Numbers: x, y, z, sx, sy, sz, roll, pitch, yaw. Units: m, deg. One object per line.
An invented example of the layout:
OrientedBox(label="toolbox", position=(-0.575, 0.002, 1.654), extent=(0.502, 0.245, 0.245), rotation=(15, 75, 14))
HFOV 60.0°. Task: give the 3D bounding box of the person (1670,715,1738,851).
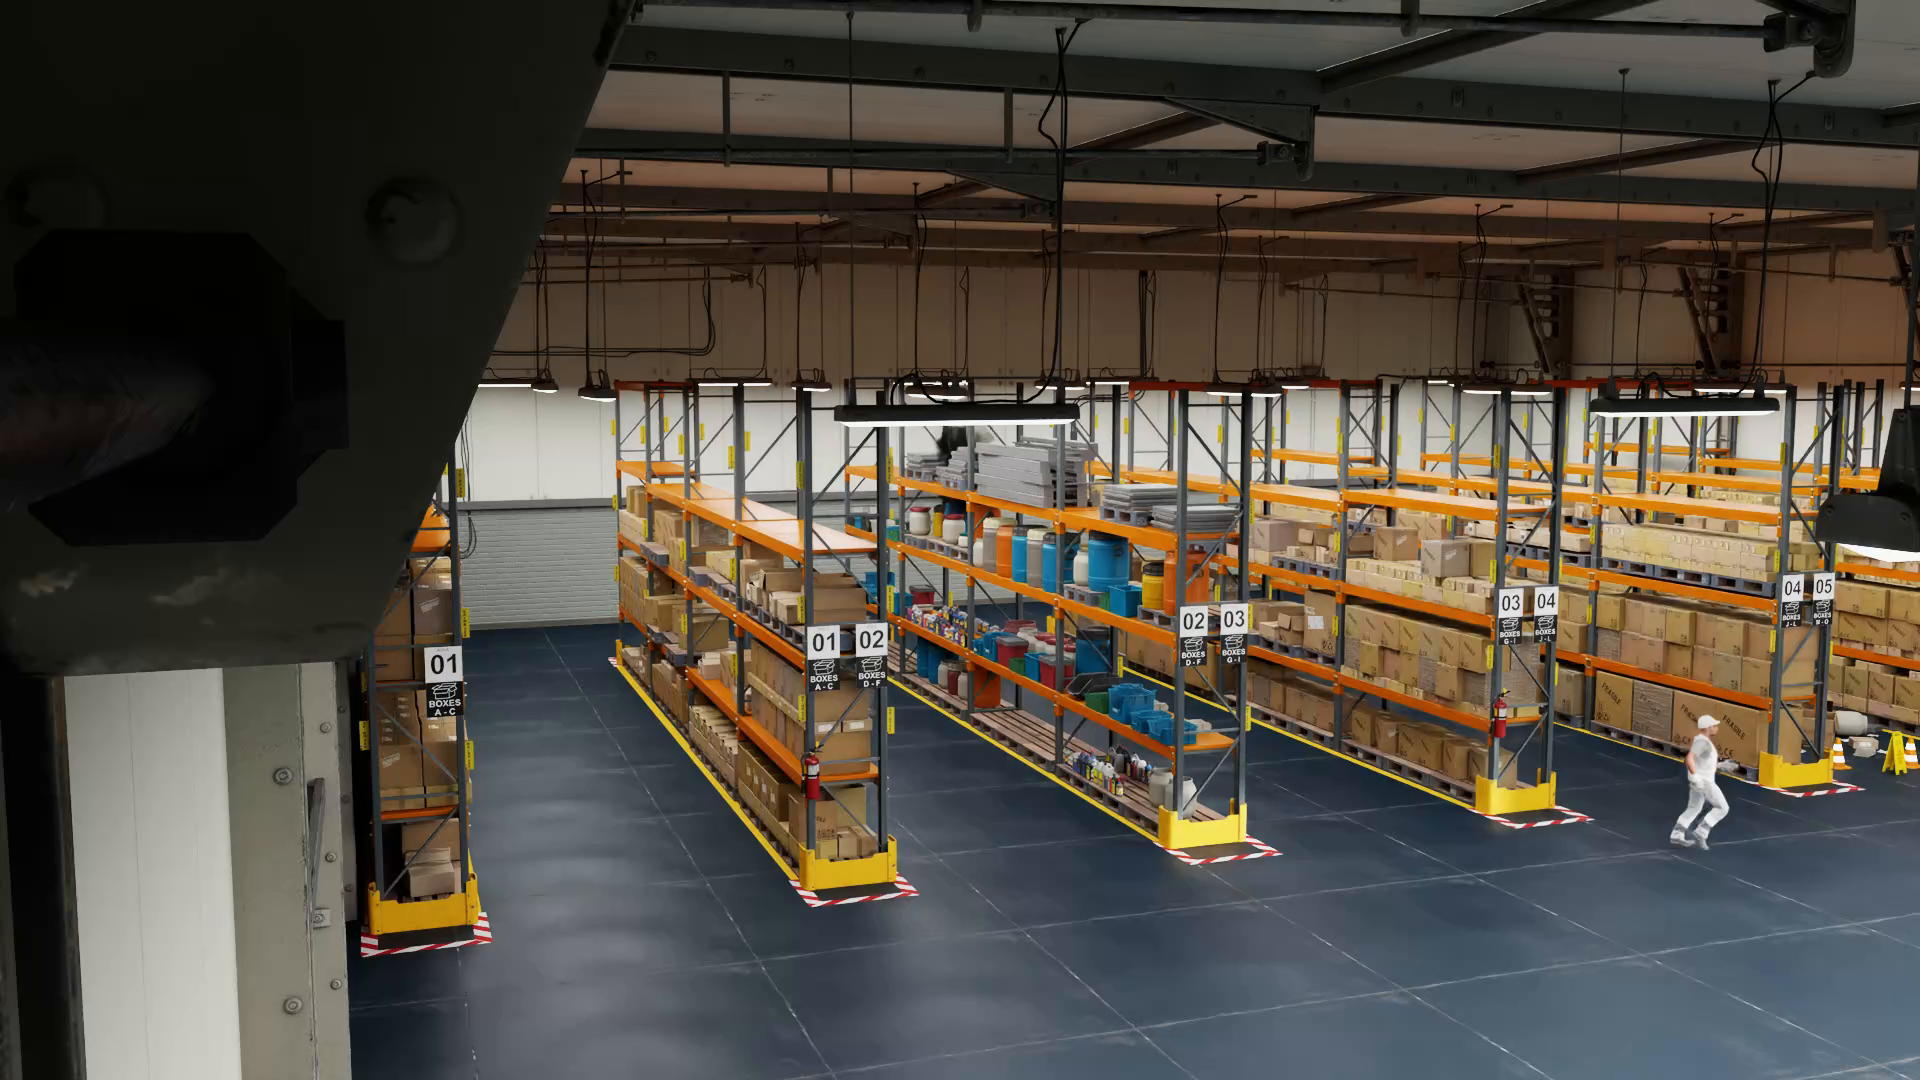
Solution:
OrientedBox(label="person", position=(9.695, 3.160, 21.630), extent=(0.786, 1.777, 0.649), rotation=(1, 6, 13))

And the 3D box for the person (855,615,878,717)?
OrientedBox(label="person", position=(-1.597, 2.179, 28.848), extent=(0.558, 1.786, 0.656), rotation=(-3, 7, -29))
